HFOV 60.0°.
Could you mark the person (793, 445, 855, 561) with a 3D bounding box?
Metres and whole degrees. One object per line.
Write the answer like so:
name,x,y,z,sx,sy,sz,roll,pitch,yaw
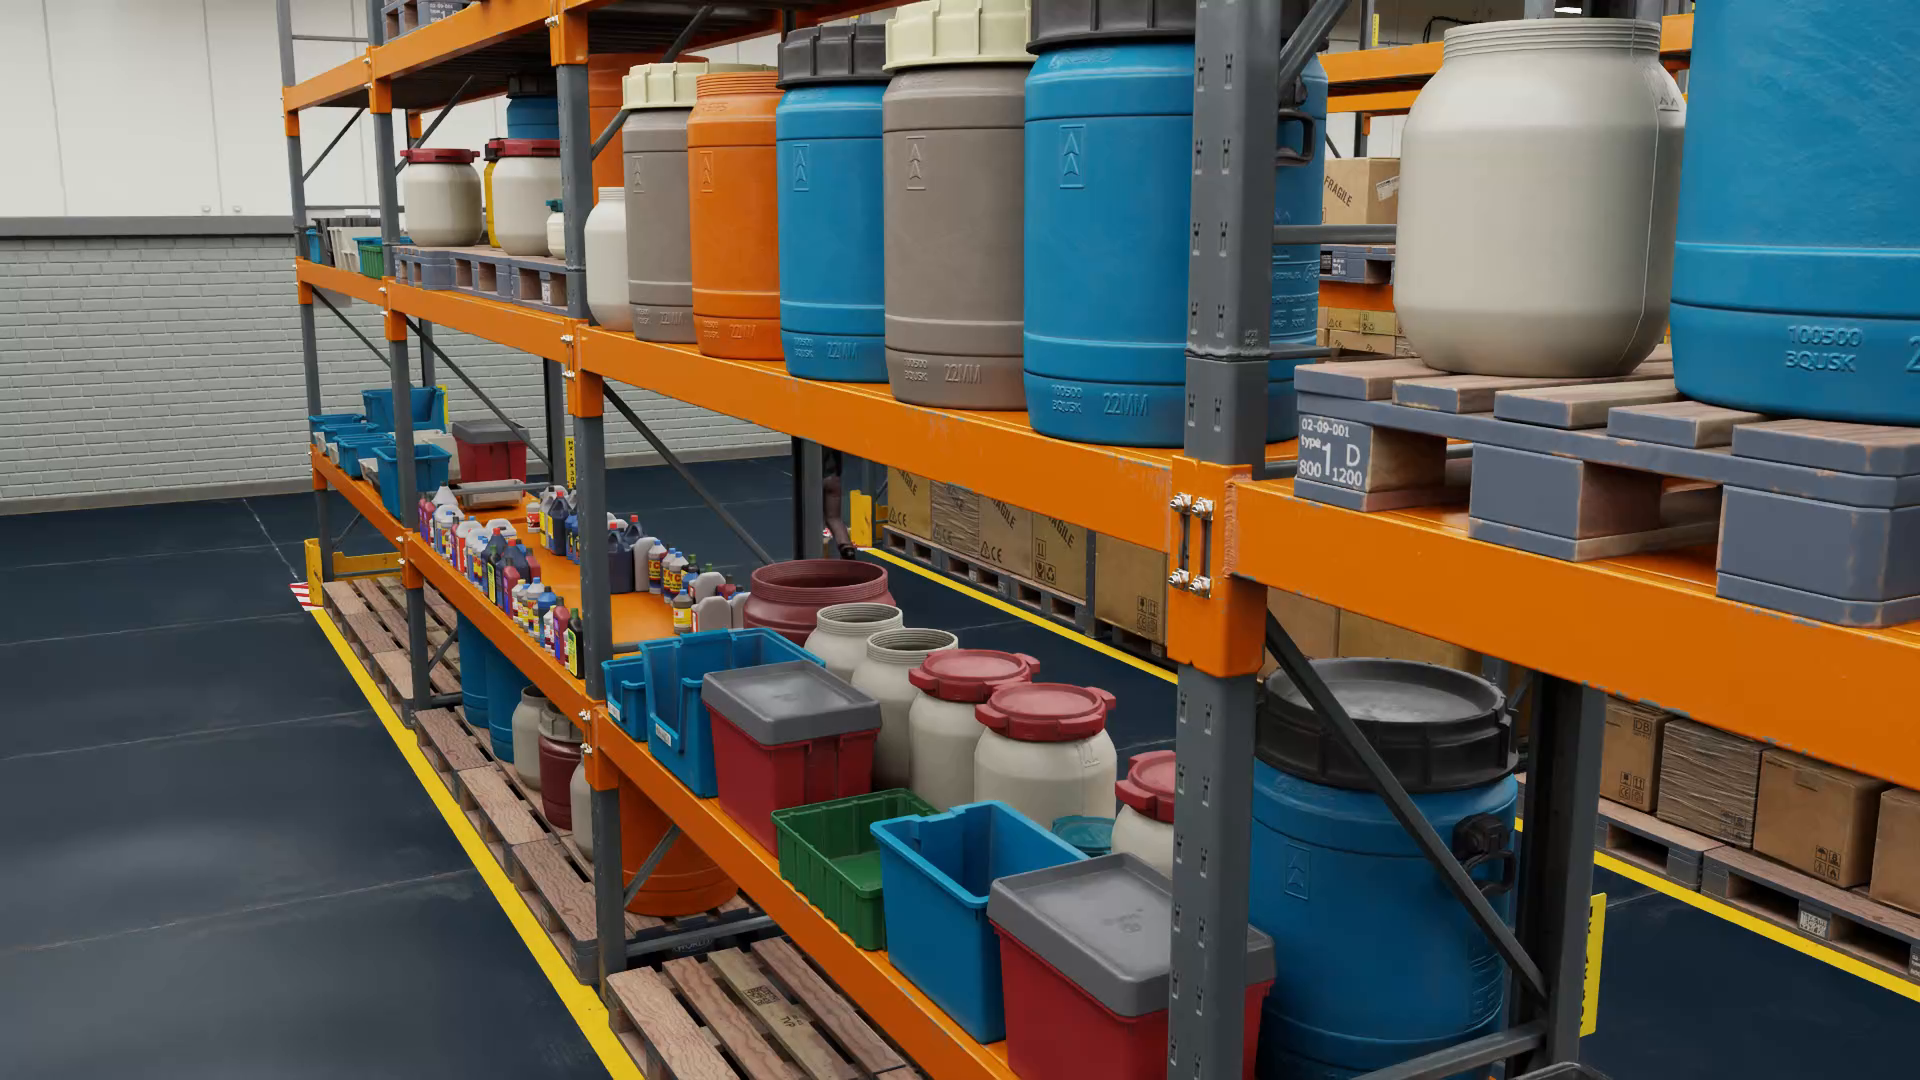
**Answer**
person,-1.229,-0.539,14.628,0.553,1.689,0.905,-6,13,-28
